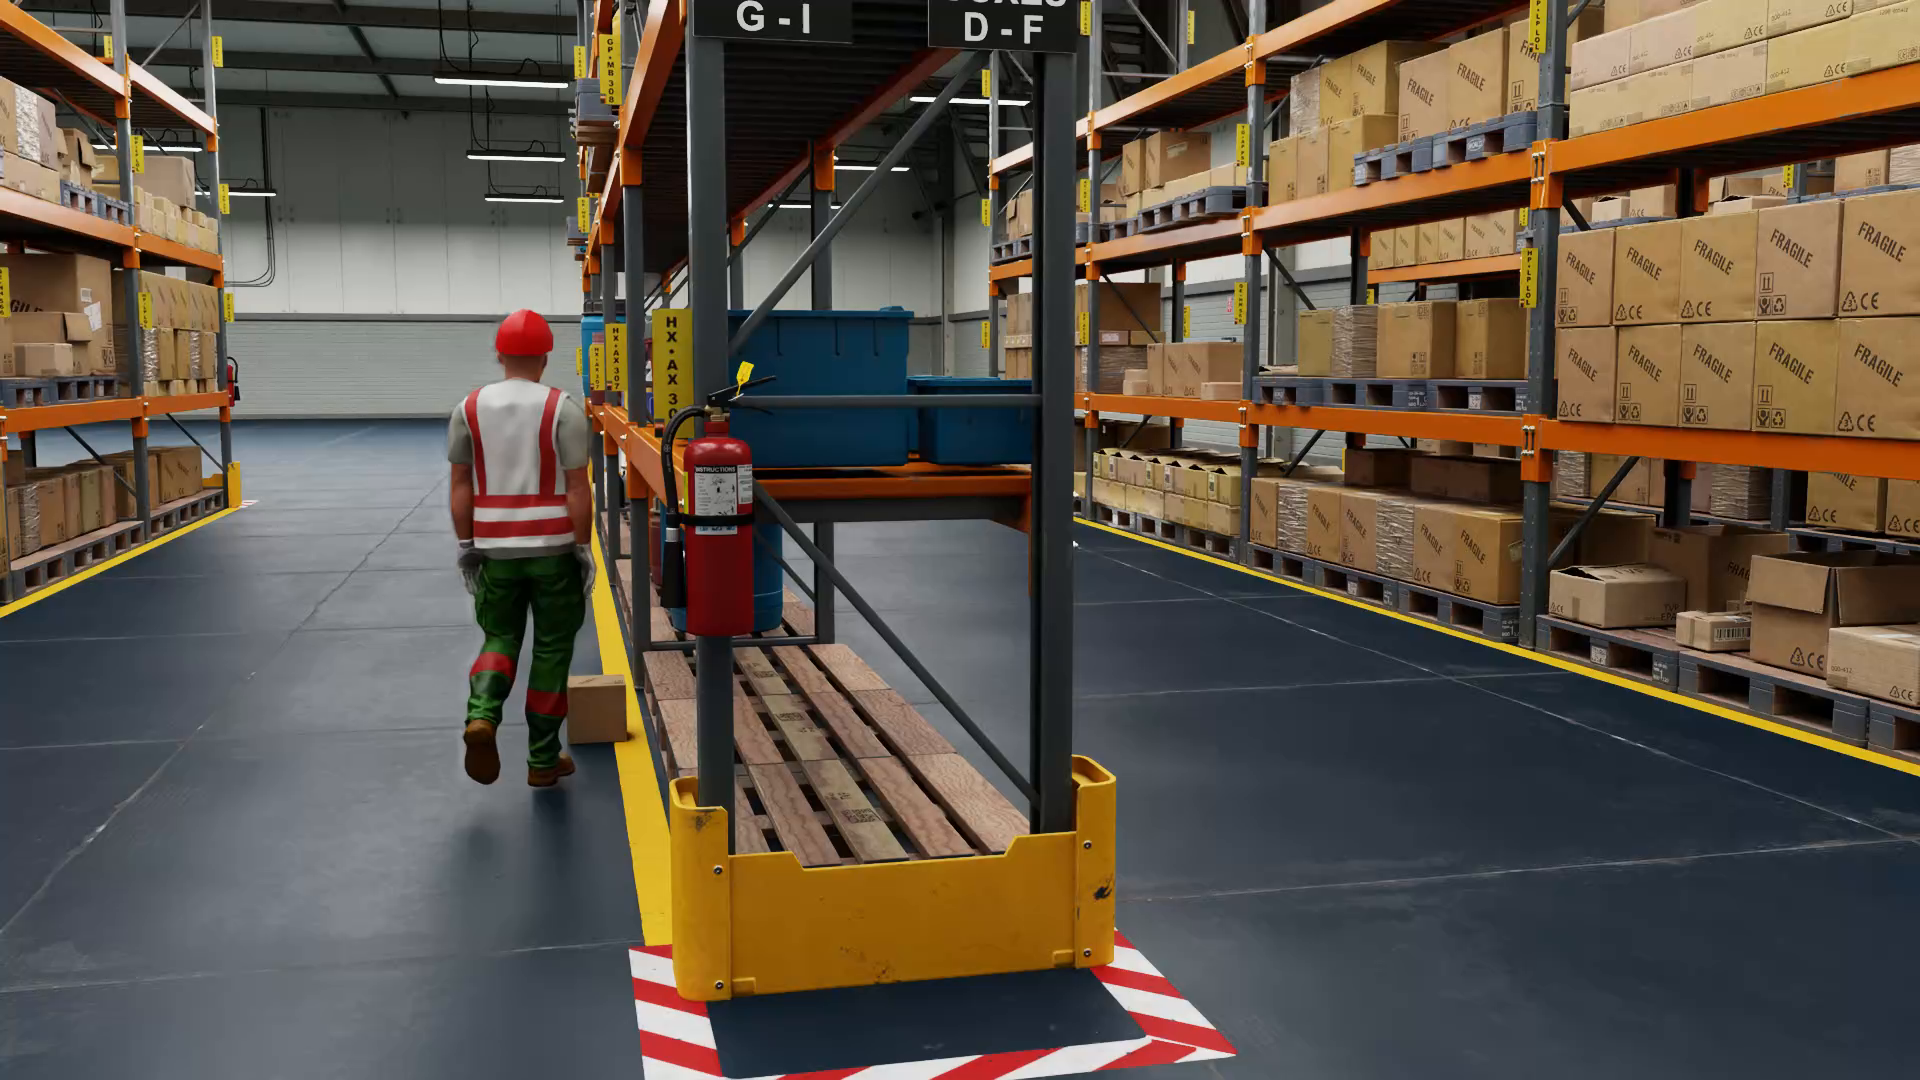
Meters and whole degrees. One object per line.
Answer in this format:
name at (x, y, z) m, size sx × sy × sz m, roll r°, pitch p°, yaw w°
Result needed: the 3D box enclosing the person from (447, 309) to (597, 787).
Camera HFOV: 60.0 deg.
person at (-1.619, 0.039, 6.181) m, size 0.530 × 1.781 × 0.540 m, roll 1°, pitch 6°, yaw 5°
